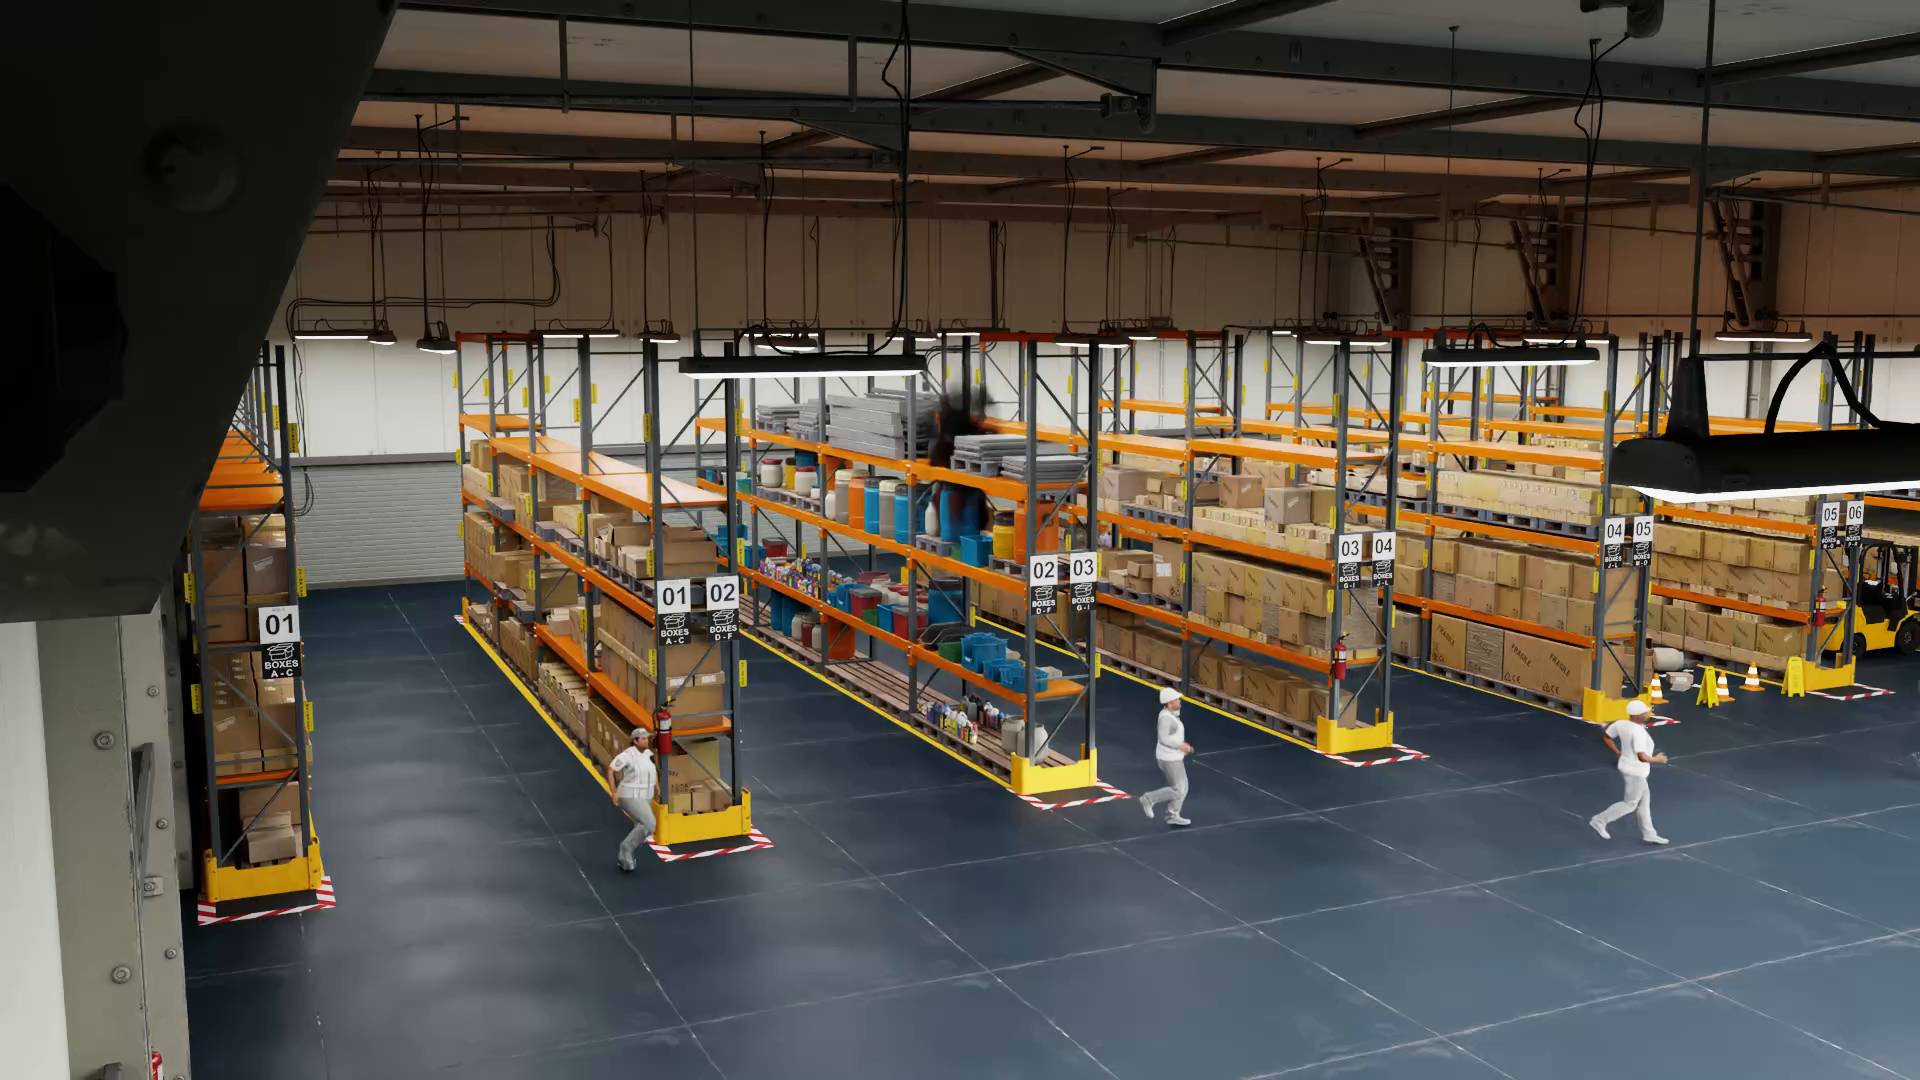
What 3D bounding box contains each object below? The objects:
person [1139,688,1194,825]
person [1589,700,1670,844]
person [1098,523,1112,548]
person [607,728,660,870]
[{"bbox_3d":[2.585,2.693,20.719,0.663,1.734,0.656,1,8,11],"label":"person"},{"bbox_3d":[8.022,2.780,19.831,0.982,1.766,0.704,0,8,3],"label":"person"},{"bbox_3d":[3.338,0.451,37.669,0.614,1.690,0.895,-3,8,-24],"label":"person"},{"bbox_3d":[-3.658,2.968,19.122,0.582,1.599,0.623,4,9,29],"label":"person"}]
